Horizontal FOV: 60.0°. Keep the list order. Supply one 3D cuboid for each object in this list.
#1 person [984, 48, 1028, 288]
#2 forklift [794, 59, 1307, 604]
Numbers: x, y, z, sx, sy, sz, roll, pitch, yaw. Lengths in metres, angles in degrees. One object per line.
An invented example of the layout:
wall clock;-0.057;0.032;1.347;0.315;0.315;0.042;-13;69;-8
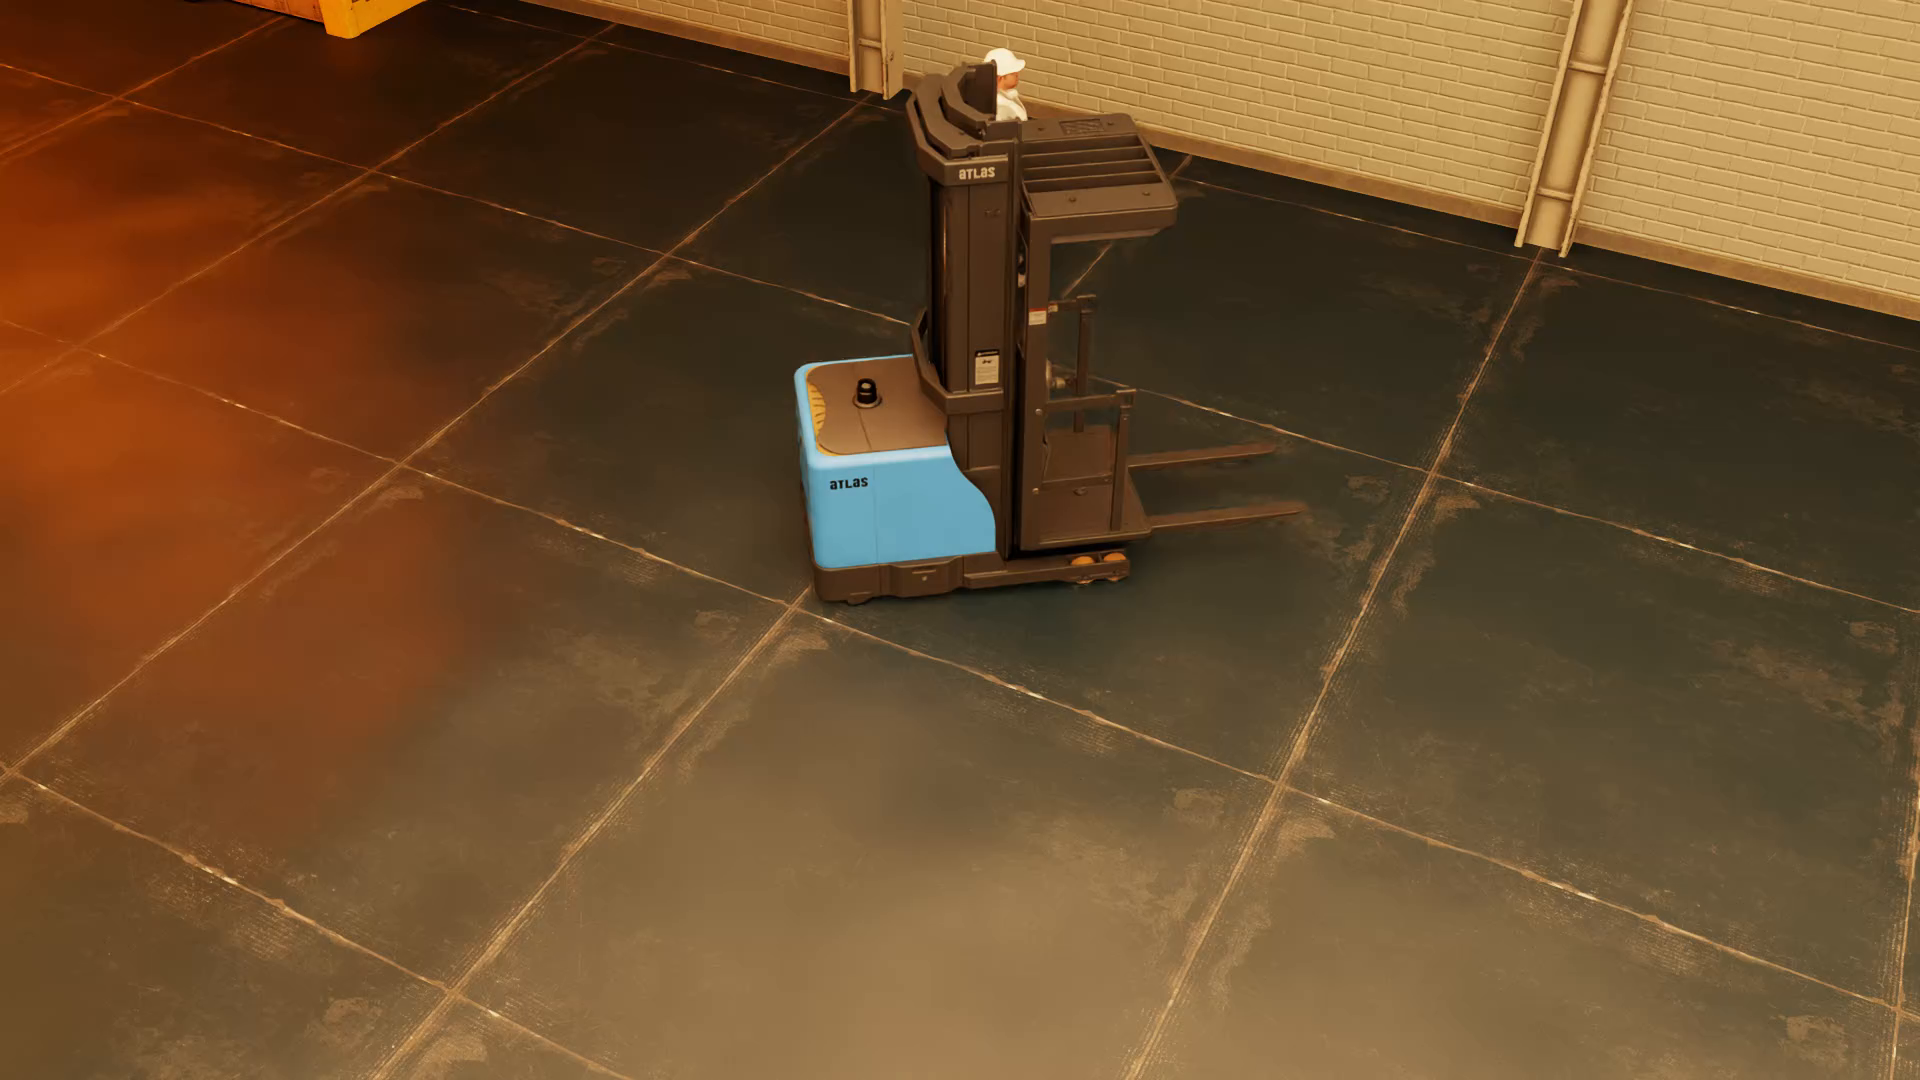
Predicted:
person;0.331;-2.735;12.134;0.375;1.776;0.525;-2;40;-3
forklift;0.569;-1.191;9.400;3.031;2.935;1.130;-6;40;-7
